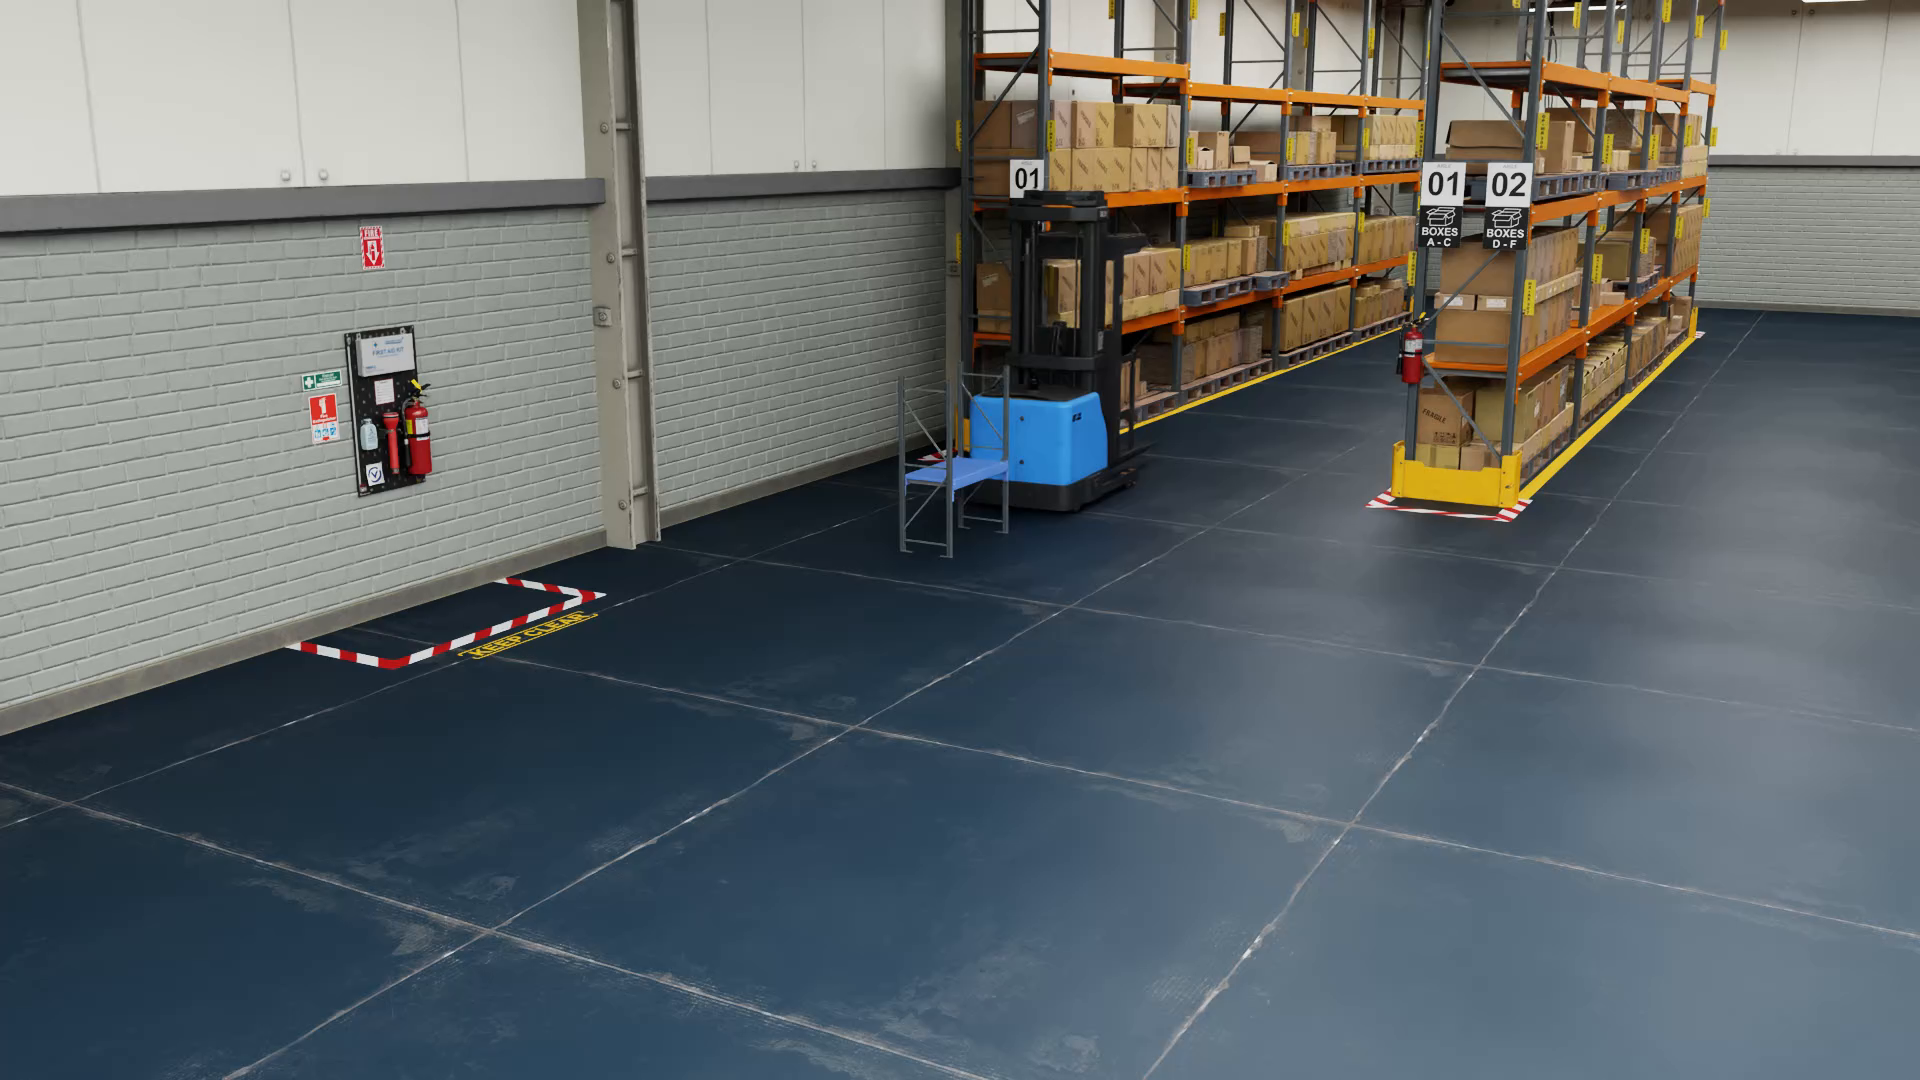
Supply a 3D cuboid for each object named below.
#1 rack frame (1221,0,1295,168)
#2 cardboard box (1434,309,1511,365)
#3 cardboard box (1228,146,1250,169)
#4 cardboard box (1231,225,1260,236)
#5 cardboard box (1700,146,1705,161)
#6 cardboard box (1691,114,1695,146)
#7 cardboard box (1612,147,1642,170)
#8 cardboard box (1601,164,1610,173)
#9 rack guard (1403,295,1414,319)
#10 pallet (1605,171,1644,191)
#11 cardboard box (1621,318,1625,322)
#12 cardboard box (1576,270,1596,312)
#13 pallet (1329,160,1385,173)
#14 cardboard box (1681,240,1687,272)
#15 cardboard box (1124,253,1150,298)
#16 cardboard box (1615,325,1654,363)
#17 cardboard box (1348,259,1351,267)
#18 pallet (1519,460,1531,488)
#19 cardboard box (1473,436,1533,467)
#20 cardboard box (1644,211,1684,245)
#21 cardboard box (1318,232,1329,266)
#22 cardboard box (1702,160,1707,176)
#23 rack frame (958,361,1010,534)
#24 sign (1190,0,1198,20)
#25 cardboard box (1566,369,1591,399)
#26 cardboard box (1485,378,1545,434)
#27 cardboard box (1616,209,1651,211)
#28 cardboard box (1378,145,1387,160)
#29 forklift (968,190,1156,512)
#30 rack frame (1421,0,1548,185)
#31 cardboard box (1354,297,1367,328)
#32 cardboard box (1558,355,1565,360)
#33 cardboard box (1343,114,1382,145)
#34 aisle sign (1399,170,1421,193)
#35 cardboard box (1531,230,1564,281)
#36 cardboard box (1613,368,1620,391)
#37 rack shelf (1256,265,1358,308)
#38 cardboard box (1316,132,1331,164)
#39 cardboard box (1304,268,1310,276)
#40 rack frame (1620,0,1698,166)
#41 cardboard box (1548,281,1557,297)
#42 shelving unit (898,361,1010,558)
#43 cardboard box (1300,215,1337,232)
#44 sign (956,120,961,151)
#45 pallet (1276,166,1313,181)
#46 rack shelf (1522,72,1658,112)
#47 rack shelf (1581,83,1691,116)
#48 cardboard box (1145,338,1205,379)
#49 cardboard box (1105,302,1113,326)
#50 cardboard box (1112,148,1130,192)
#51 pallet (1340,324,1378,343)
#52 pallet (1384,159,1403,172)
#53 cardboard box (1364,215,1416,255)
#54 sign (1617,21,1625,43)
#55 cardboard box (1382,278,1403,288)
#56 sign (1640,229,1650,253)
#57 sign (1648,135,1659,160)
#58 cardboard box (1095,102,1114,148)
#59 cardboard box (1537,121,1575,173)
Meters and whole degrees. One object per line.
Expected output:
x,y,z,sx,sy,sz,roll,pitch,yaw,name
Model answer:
4.348,-6.982,24.292,1.000,3.000,0.127,7,15,28,rack frame
5.055,-2.006,16.242,0.700,0.500,0.500,7,15,28,cardboard box
3.640,-5.328,23.570,0.797,0.503,0.637,10,17,36,cardboard box
4.207,-4.569,24.548,0.380,0.149,0.250,5,15,21,cardboard box
12.287,-6.537,28.103,0.500,0.250,0.500,7,15,28,cardboard box
11.423,-6.612,26.813,0.700,0.500,0.500,7,15,28,cardboard box
8.867,-5.105,22.694,0.910,0.500,0.500,7,15,28,cardboard box
7.730,-4.659,20.481,0.500,0.250,0.500,6,15,23,cardboard box
8.227,-4.496,32.117,1.175,0.500,0.348,7,15,28,rack guard
7.898,-4.492,20.768,1.003,0.211,1.213,8,16,31,pallet
9.924,-3.142,25.559,0.500,0.500,0.500,8,16,29,cardboard box
7.635,-3.099,20.775,0.500,0.500,0.500,7,15,28,cardboard box
6.686,-6.468,28.749,1.003,0.211,1.213,7,15,28,pallet
11.593,-4.655,27.230,0.500,0.500,0.500,7,15,28,cardboard box
1.967,-3.209,20.120,0.500,0.500,0.500,7,15,26,cardboard box
9.899,-2.882,24.484,0.500,0.500,0.500,7,15,26,cardboard box
6.366,-4.672,28.006,0.380,0.149,0.250,8,15,29,cardboard box
5.152,-0.669,16.860,1.003,0.211,1.213,7,15,28,pallet
5.511,-0.919,16.914,0.500,0.250,0.500,7,15,28,cardboard box
11.094,-4.925,26.214,0.500,0.500,0.500,8,16,29,cardboard box
5.554,-4.654,26.549,0.500,0.500,0.500,8,16,30,cardboard box
12.536,-6.396,28.583,0.500,0.250,0.500,7,15,28,cardboard box
0.205,-0.816,14.718,0.500,1.500,0.032,7,15,28,rack frame
2.880,-6.588,20.499,0.100,0.325,0.005,7,15,28,sign
7.170,-1.881,19.708,0.500,0.311,0.500,7,15,28,cardboard box
5.743,-1.387,17.257,0.500,0.500,0.500,7,15,28,cardboard box
10.883,-5.098,26.935,0.500,0.500,0.500,7,15,27,cardboard box
7.105,-6.739,28.895,0.500,0.250,0.500,7,15,27,cardboard box
1.165,-1.984,16.510,1.130,2.935,3.031,6,15,25,forklift
4.819,-4.780,15.159,1.000,3.000,0.127,7,15,28,rack frame
6.733,-4.017,29.231,0.700,0.500,0.500,8,16,29,cardboard box
7.433,-2.252,21.248,0.500,0.311,0.500,7,15,27,cardboard box
6.872,-7.003,28.391,0.500,0.500,0.500,7,15,28,cardboard box
8.512,-6.951,31.419,0.394,0.787,0.004,7,15,28,aisle sign
6.057,-3.065,17.865,0.700,0.500,0.500,7,15,28,cardboard box
8.399,-2.130,21.941,0.500,0.250,0.500,7,15,27,cardboard box
5.315,-4.126,26.781,1.077,0.370,4.000,7,15,28,rack shelf
5.547,-6.317,26.783,0.700,0.500,0.500,7,15,27,cardboard box
5.307,-4.261,26.302,0.380,0.149,0.250,8,16,29,cardboard box
10.620,-7.242,25.371,1.000,3.000,0.127,7,15,28,rack frame
6.067,-2.653,17.539,0.380,0.149,0.250,8,16,30,cardboard box
-0.041,-0.712,14.285,0.538,1.500,1.048,7,15,28,shelving unit
5.777,-5.120,26.880,0.500,0.250,0.500,8,16,29,cardboard box
0.004,-4.379,18.010,0.100,0.325,0.005,7,15,28,sign
4.613,-5.570,25.239,1.213,0.211,1.003,8,16,31,pallet
7.719,-5.467,20.396,1.077,0.370,4.000,7,15,28,rack shelf
9.653,-6.287,23.800,1.077,0.370,4.000,7,15,28,rack shelf
2.961,-2.508,22.930,0.700,0.500,0.500,7,15,27,cardboard box
1.484,-2.637,19.348,0.500,0.250,0.500,7,15,27,cardboard box
1.640,-4.306,19.339,0.500,0.500,0.500,8,16,31,cardboard box
6.717,-3.677,29.336,1.003,0.211,1.213,7,15,28,pallet
7.277,-6.717,29.784,1.003,0.211,1.213,7,15,28,pallet
7.977,-5.746,31.329,0.980,0.700,0.700,8,16,31,cardboard box
10.153,-7.800,25.523,0.100,0.325,0.005,7,15,28,sign
8.062,-4.809,31.133,0.380,0.149,0.250,7,15,27,cardboard box
9.173,-4.005,22.277,0.100,0.325,0.005,7,15,28,sign
9.168,-5.188,21.981,0.100,0.325,0.005,7,15,28,sign
1.404,-4.682,18.763,0.500,0.500,0.500,8,16,30,cardboard box
5.861,-3.952,16.718,0.500,0.500,0.500,7,15,28,cardboard box
